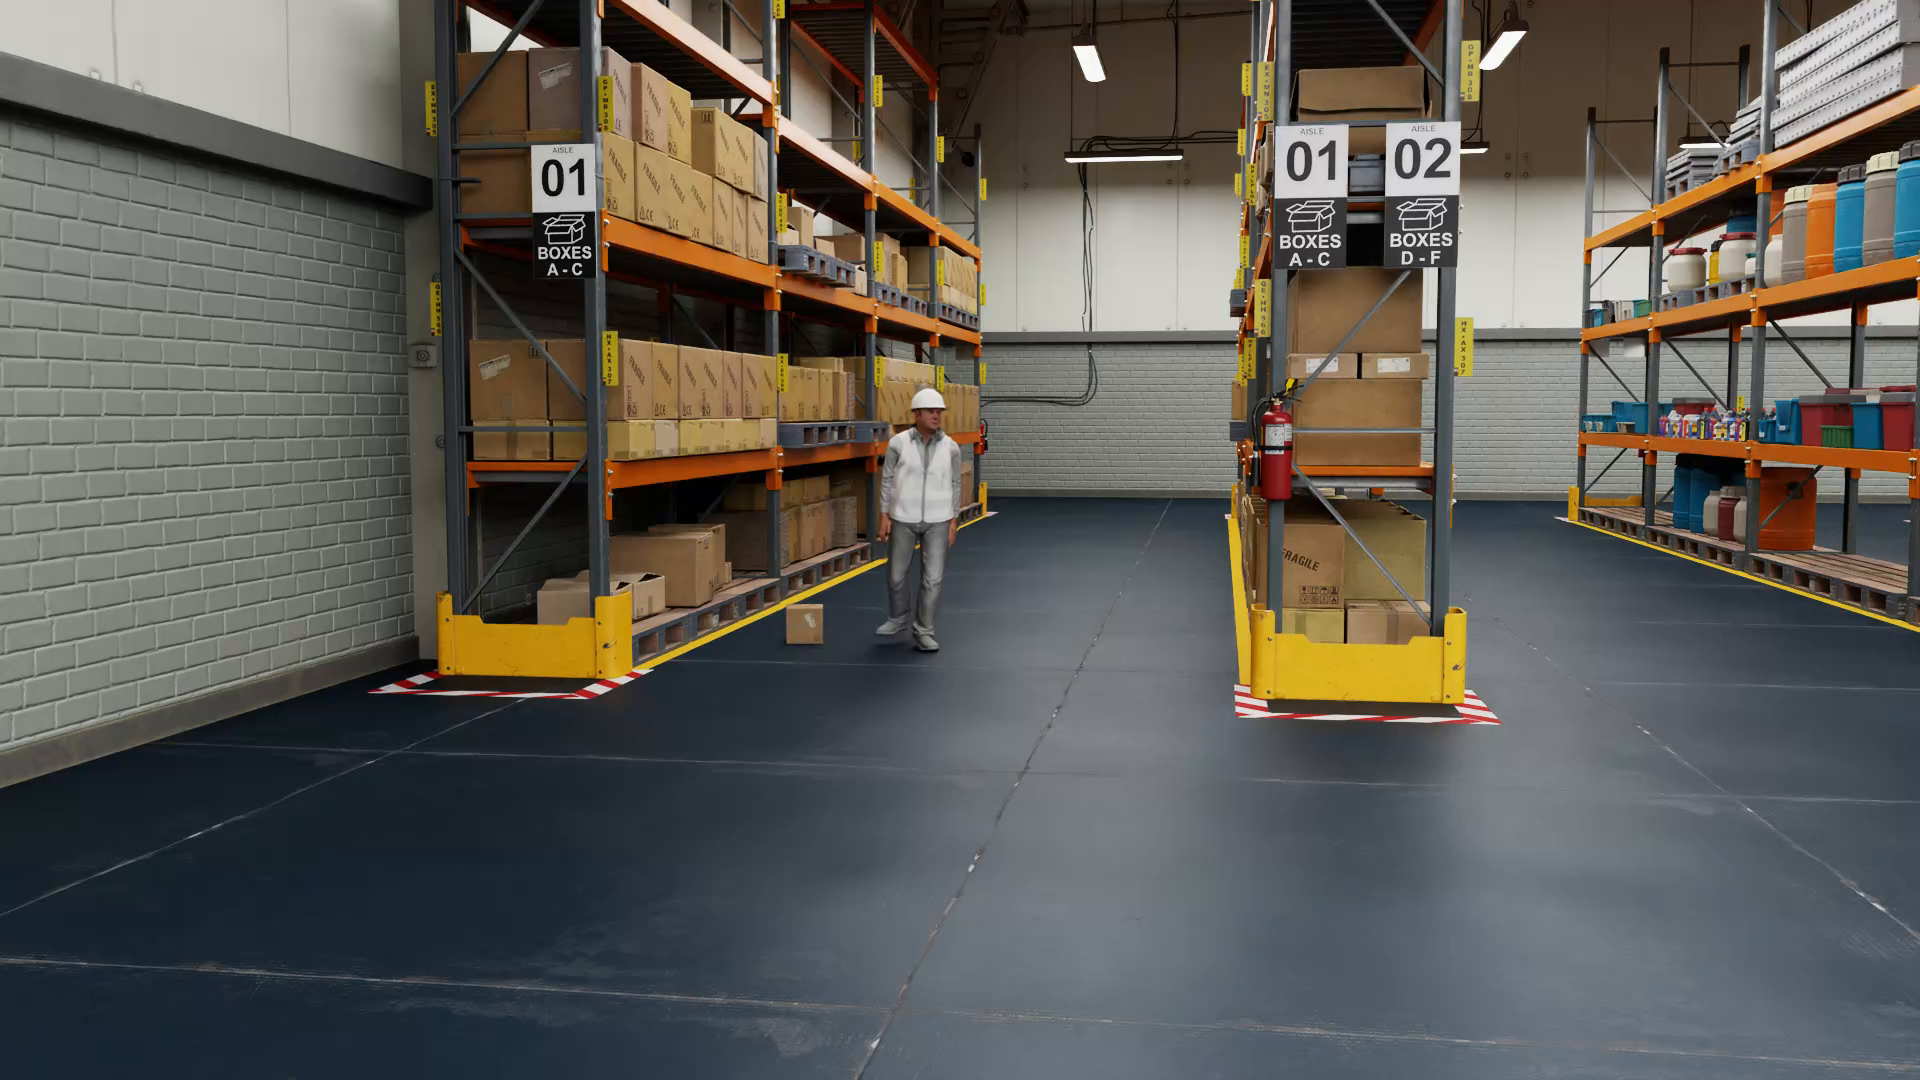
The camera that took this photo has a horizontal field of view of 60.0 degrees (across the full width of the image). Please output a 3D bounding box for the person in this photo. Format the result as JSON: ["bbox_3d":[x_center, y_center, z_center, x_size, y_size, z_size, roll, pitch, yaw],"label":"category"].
[{"bbox_3d":[-0.283,-0.143,11.304,0.584,1.763,0.571,-1,4,-8],"label":"person"}]
